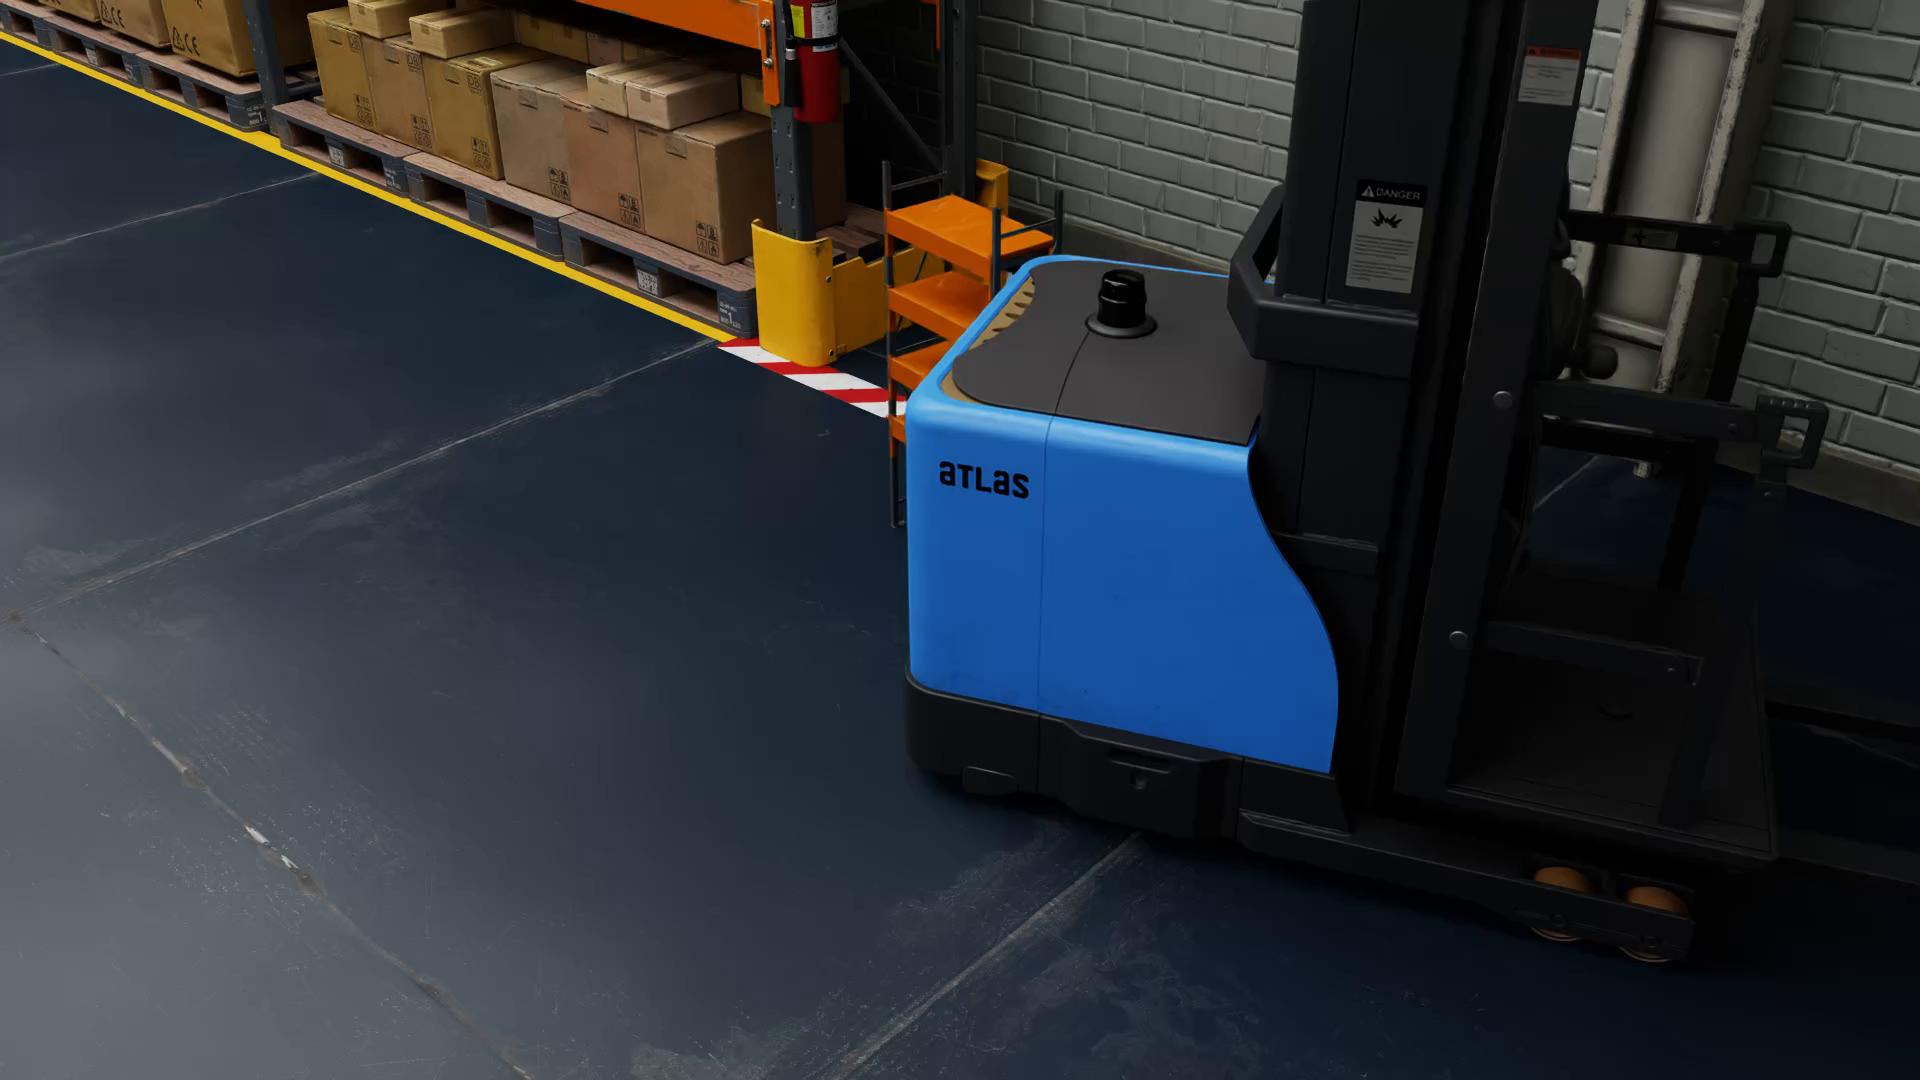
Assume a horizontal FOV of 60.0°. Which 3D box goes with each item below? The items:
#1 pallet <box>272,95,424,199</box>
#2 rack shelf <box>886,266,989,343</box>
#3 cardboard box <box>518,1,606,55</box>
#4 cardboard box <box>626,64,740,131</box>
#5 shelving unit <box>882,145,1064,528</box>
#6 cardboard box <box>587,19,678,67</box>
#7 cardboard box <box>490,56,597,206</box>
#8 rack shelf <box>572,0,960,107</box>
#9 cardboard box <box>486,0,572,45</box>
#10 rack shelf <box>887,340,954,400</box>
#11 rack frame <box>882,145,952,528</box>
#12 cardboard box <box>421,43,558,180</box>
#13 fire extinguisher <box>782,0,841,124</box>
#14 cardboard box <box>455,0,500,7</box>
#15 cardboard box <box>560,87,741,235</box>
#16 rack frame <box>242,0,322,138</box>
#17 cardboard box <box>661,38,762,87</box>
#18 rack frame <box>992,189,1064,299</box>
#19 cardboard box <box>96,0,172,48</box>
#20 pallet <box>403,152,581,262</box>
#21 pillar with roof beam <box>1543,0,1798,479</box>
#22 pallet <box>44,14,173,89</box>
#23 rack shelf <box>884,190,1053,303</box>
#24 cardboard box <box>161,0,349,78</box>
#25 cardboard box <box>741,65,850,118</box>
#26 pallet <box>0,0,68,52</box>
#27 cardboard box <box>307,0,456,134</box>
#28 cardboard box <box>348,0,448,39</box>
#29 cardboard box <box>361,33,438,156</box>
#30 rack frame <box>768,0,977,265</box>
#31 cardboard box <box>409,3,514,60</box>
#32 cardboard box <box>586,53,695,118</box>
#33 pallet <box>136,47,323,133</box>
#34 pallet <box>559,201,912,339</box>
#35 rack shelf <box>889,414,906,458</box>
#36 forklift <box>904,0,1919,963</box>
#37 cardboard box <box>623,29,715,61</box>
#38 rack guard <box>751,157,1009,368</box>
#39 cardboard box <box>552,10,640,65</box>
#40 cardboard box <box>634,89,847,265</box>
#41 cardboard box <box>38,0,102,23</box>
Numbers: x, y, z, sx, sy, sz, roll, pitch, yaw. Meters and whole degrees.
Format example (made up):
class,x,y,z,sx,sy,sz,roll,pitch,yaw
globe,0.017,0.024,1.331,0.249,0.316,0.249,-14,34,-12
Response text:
class,x,y,z,sx,sy,sz,roll,pitch,yaw
pallet,-2.765,-2.117,8.562,1.213,0.211,1.003,25,39,35
rack shelf,0.030,-0.627,4.826,0.258,0.148,0.480,-22,38,-32
cardboard box,-1.798,-2.371,7.667,0.250,0.149,0.380,24,39,34
cardboard box,-1.114,-1.786,6.696,0.250,0.149,0.380,25,39,35
shelving unit,0.030,-0.493,4.906,0.258,1.200,0.503,-22,38,-32
cardboard box,-1.420,-2.194,7.374,0.250,0.149,0.380,26,39,36
cardboard box,-1.641,-1.880,7.482,0.500,0.500,0.700,24,38,34
rack shelf,-1.793,-2.604,7.365,4.000,0.370,1.077,25,39,35
cardboard box,-1.990,-2.460,7.815,0.250,0.149,0.380,25,39,36
rack shelf,0.030,-0.436,4.941,0.258,0.148,0.480,-22,38,-32
rack frame,-0.122,-0.592,5.070,0.240,1.200,0.015,-22,38,-32
cardboard box,-2.041,-2.062,7.784,0.500,0.500,0.700,26,40,36
fire extinguisher,-0.508,-1.799,5.766,0.183,0.674,0.296,25,39,35
cardboard box,-2.177,-2.547,7.961,0.250,0.149,0.380,24,38,34
cardboard box,-1.268,-1.707,7.193,0.500,0.500,0.700,25,39,35
rack frame,-3.276,-3.605,8.330,0.127,3.000,1.000,25,39,35
cardboard box,-1.046,-2.020,7.084,0.250,0.149,0.380,25,39,35
rack frame,0.182,-0.395,4.743,0.240,1.200,0.015,-22,38,-32
cardboard box,-4.506,-3.346,9.576,0.750,0.750,0.750,26,40,36
pallet,-1.856,-1.695,7.861,1.213,0.211,1.003,25,39,35
pillar with roof beam,-0.617,-2.541,0.746,0.400,9.000,9.100,25,39,35
pallet,-4.808,-3.071,10.146,1.213,0.211,1.003,25,39,35
rack shelf,0.030,-0.830,4.704,0.258,0.148,0.480,-22,38,-32
cardboard box,-3.845,-3.039,9.067,0.750,0.750,0.750,26,39,36
cardboard box,-0.670,-1.845,6.793,0.250,0.149,0.380,25,39,35
pallet,-5.708,-3.493,10.847,1.213,0.211,1.003,25,39,35
cardboard box,-2.790,-2.416,8.371,0.500,0.500,0.700,26,39,36
cardboard box,-2.659,-2.505,7.891,0.250,0.149,0.380,27,40,37
cardboard box,-2.420,-2.241,8.080,0.500,0.500,0.700,25,39,35
rack frame,-0.310,-2.220,6.030,0.127,3.000,1.000,25,39,35
cardboard box,-2.272,-2.325,7.591,0.250,0.149,0.380,24,38,34
cardboard box,-1.304,-1.874,6.843,0.250,0.149,0.380,26,40,36
pallet,-3.899,-2.648,9.445,1.213,0.211,1.003,25,39,35
pallet,-0.956,-1.273,7.159,1.213,0.211,1.003,25,39,35
rack shelf,0.030,-0.266,5.043,0.258,0.148,0.480,-22,38,-32
forklift,1.435,-0.628,3.452,3.031,2.935,1.130,10,33,17
cardboard box,-1.231,-2.106,7.228,0.250,0.149,0.380,25,39,35
rack guard,-0.293,-1.141,6.661,0.348,0.500,1.175,25,39,35
cardboard box,-1.611,-2.283,7.521,0.250,0.149,0.380,25,39,36
cardboard box,-0.896,-1.534,6.905,0.500,0.500,0.700,25,39,35
cardboard box,-5.139,-3.638,10.062,0.750,0.750,0.750,25,39,35
